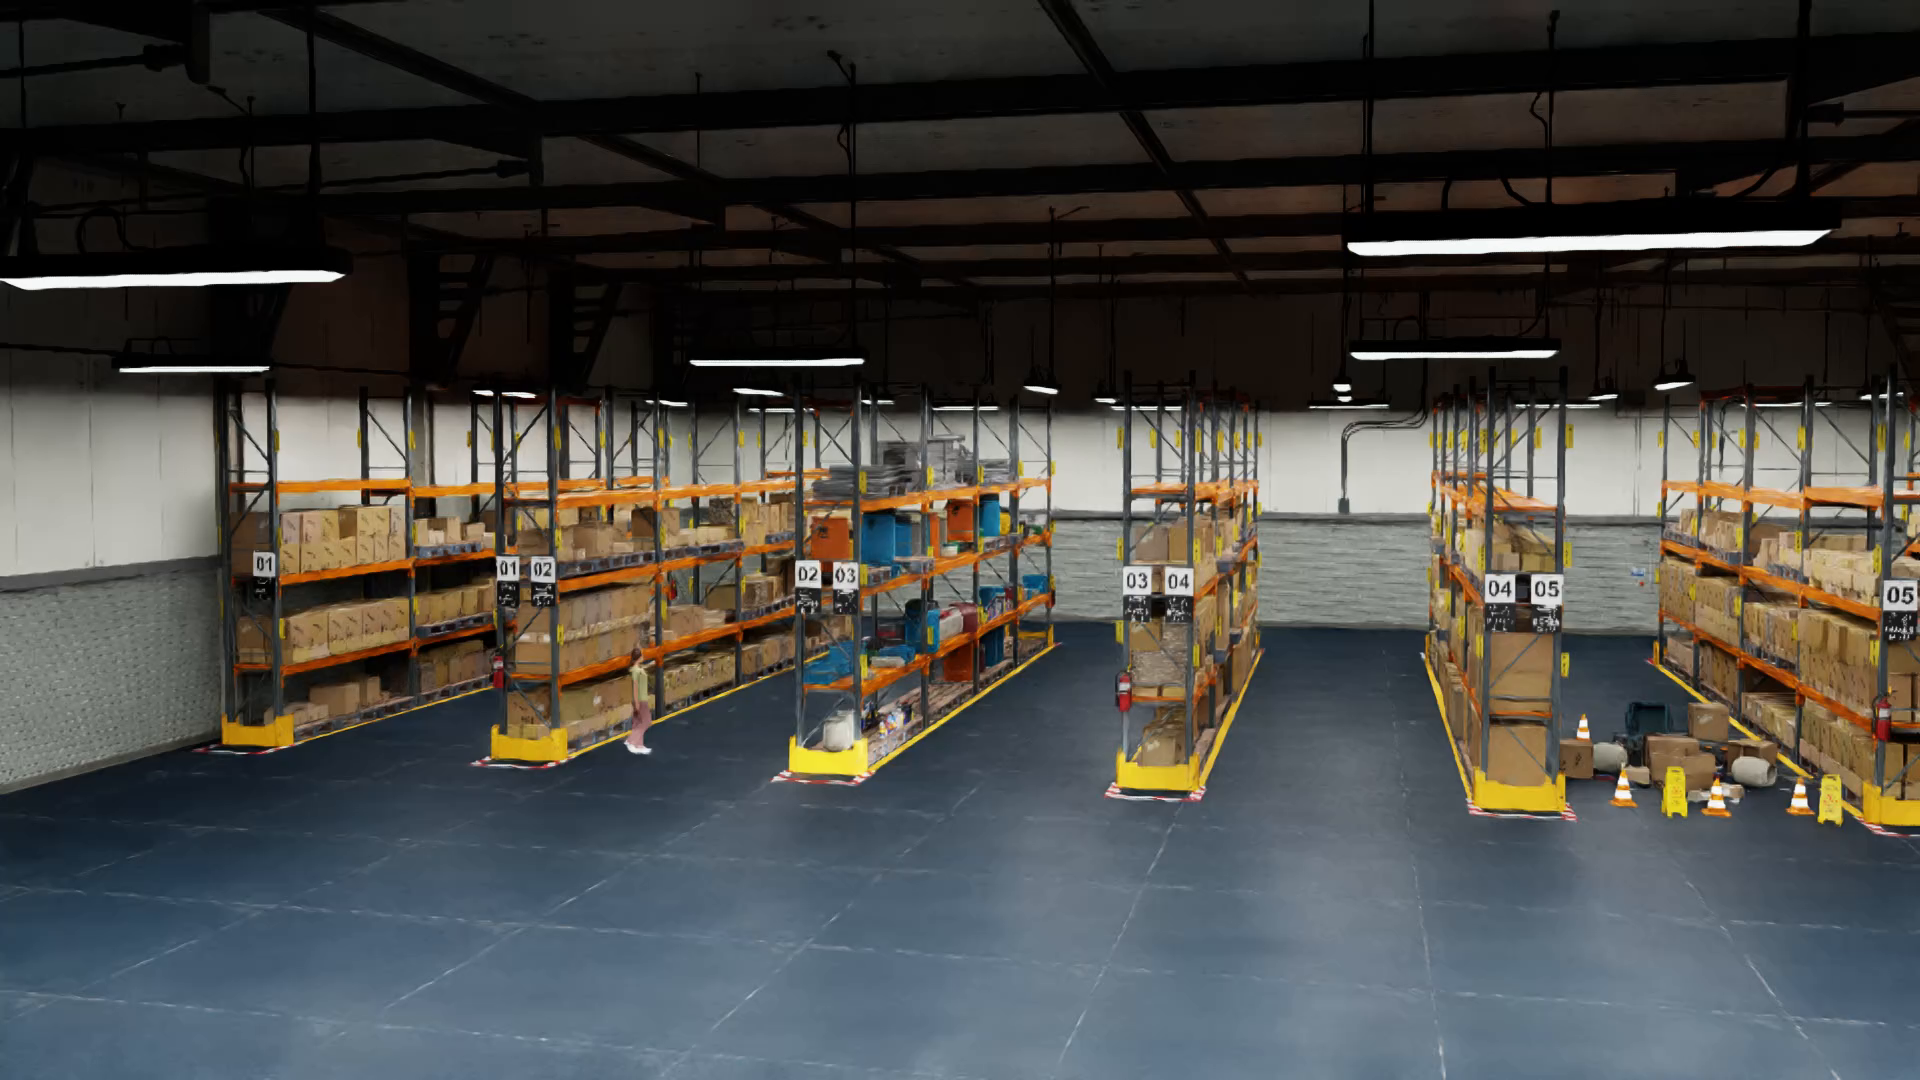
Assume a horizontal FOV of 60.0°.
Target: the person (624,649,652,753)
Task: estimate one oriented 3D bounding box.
[{"bbox_3d":[-5.149,2.574,26.544,0.435,1.671,0.493,-1,4,-14],"label":"person"}]
